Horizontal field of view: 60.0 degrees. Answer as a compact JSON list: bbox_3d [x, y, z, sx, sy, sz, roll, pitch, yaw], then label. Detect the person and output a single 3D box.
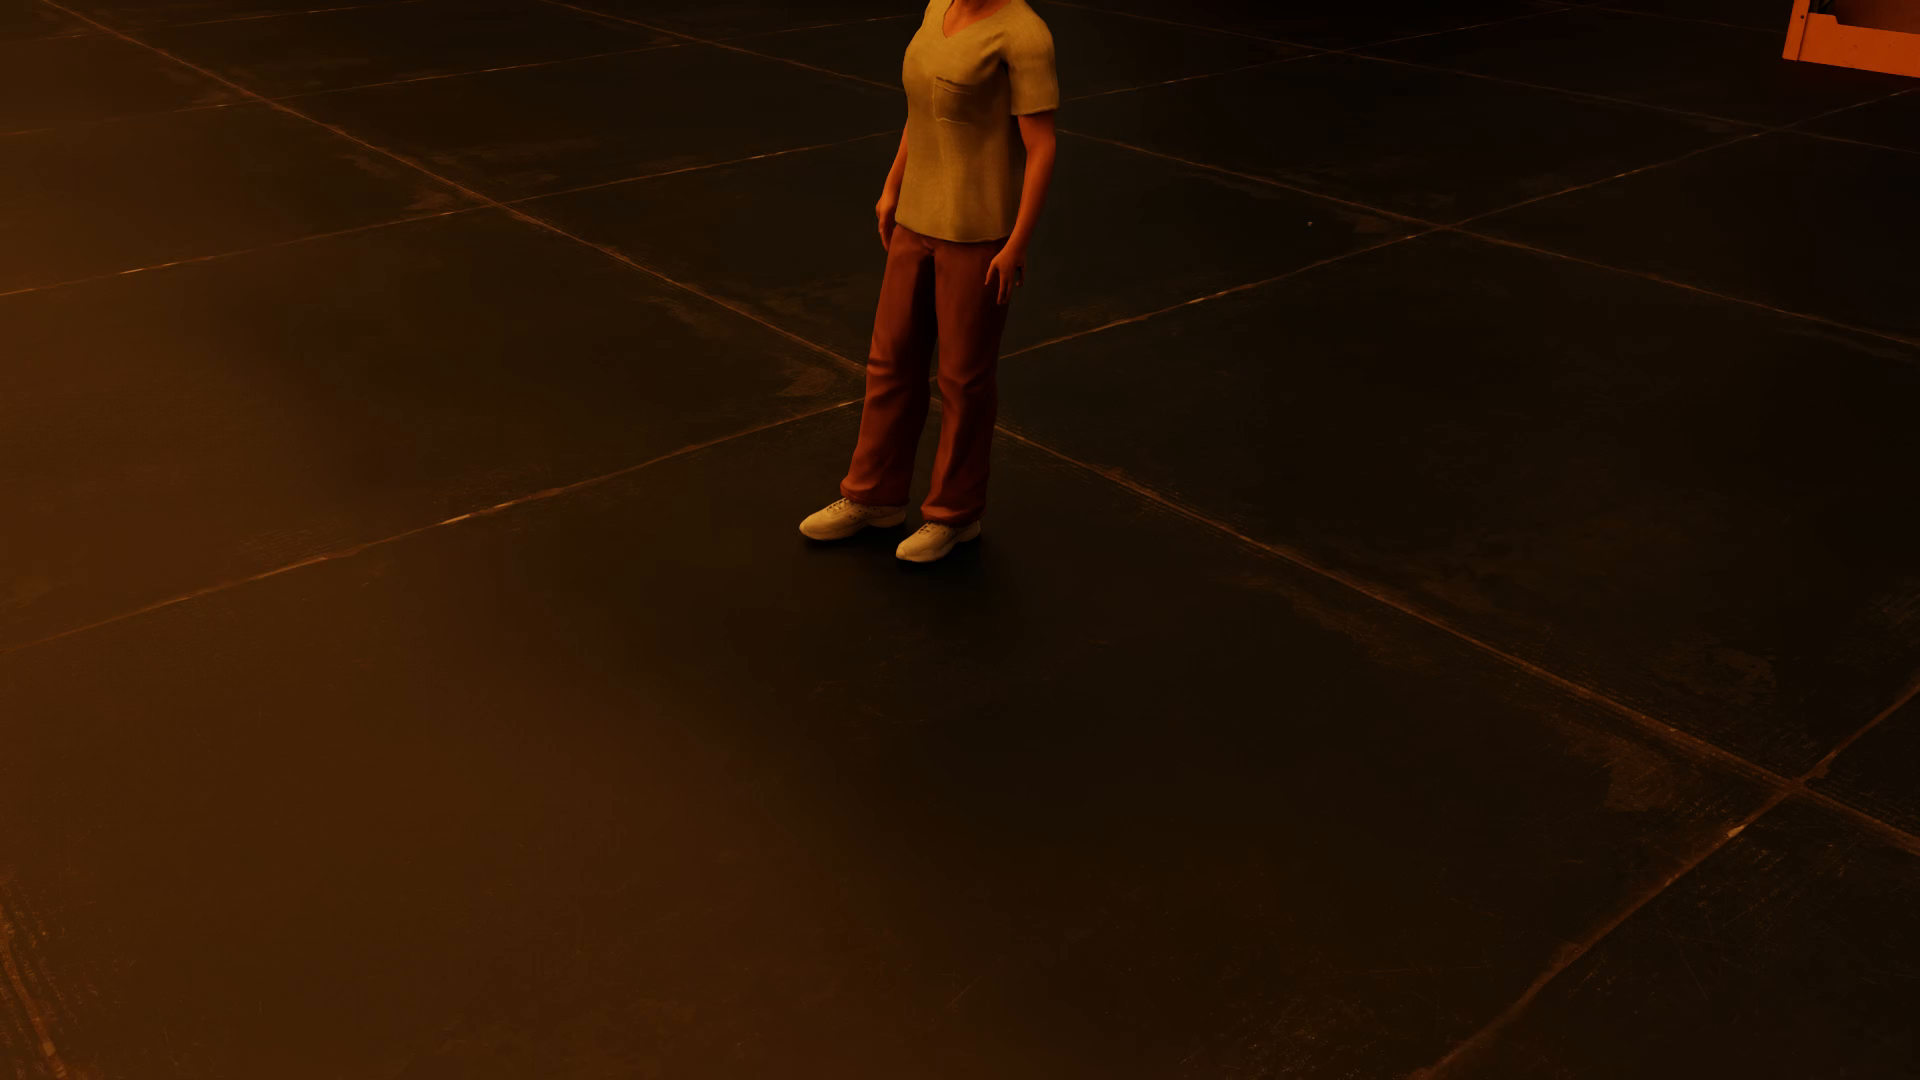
[{"bbox_3d":[-0.026,-0.670,4.154,0.395,1.361,0.521,-20,33,-35],"label":"person"}]
